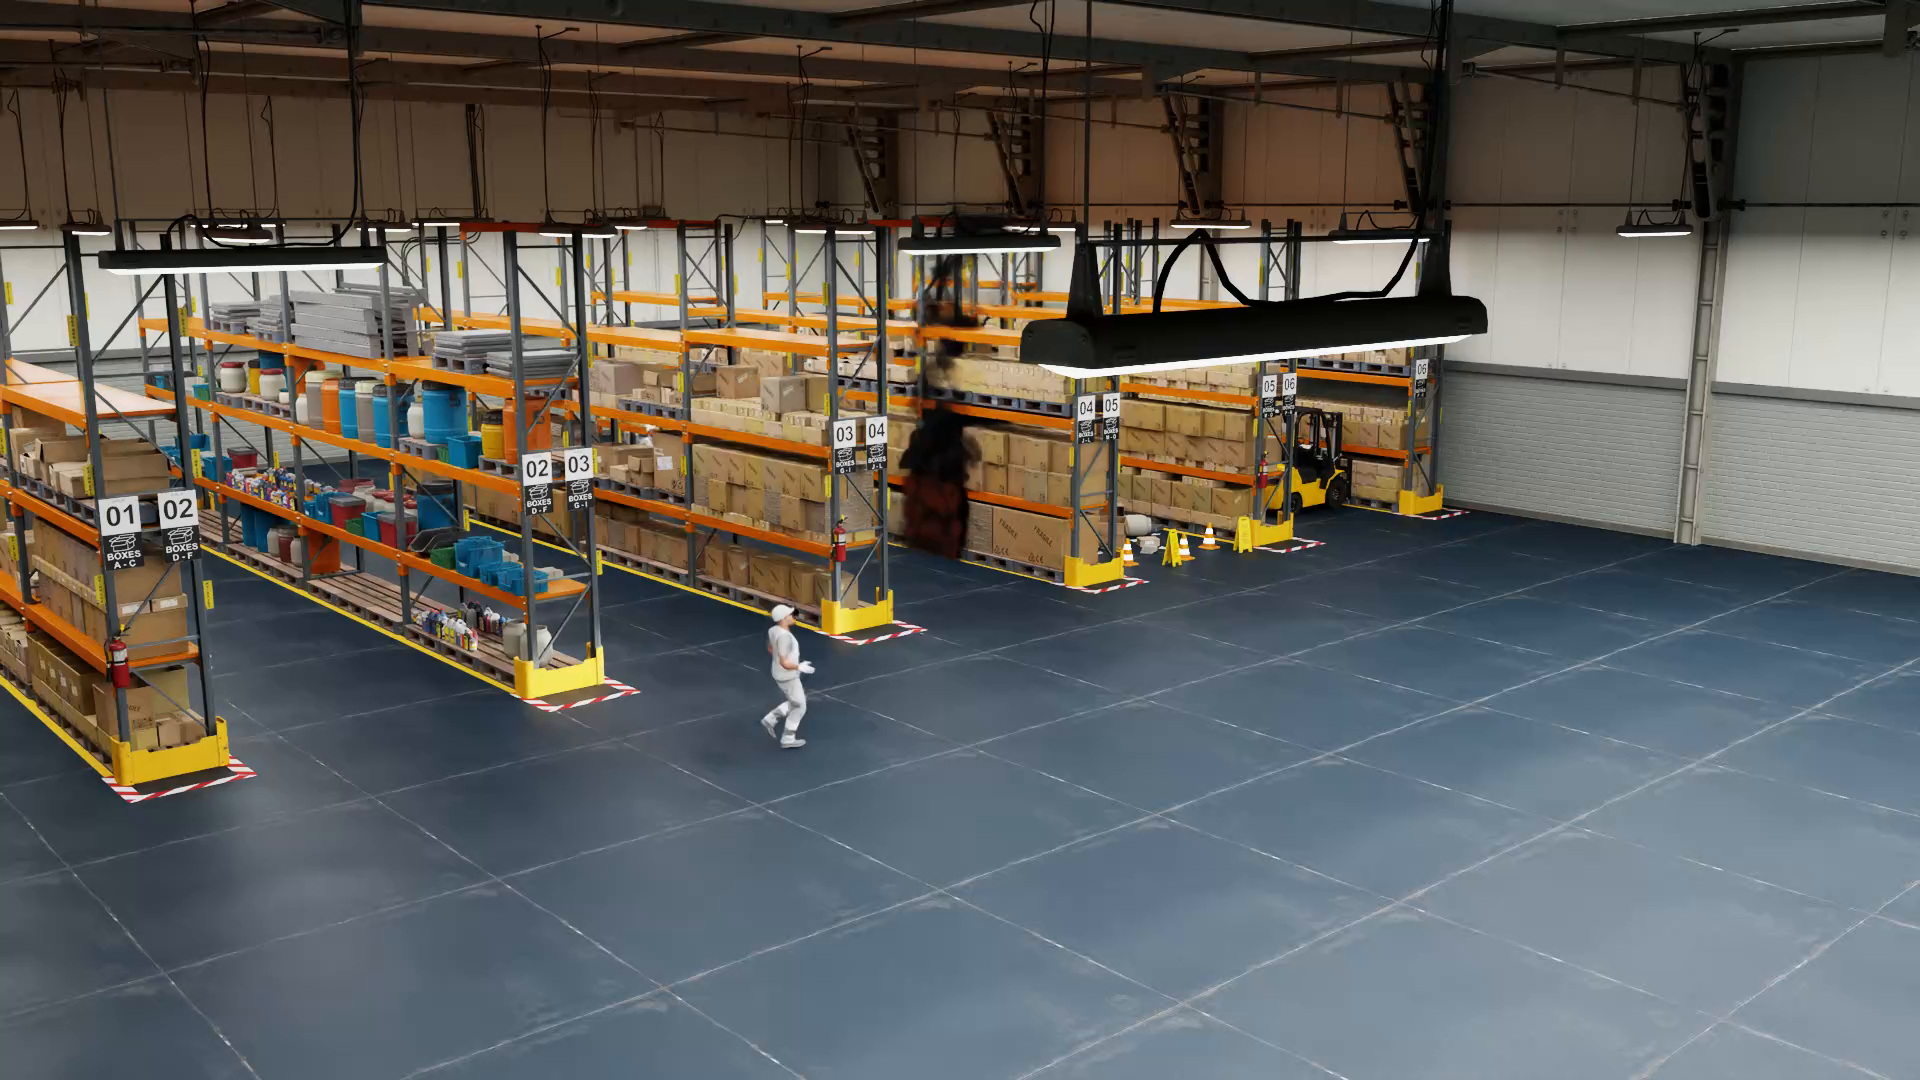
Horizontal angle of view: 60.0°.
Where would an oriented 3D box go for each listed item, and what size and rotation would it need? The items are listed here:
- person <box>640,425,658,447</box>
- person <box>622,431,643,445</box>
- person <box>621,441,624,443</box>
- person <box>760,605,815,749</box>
[{"bbox_3d":[-6.550,-1.621,35.594,0.673,1.726,0.573,-10,15,-41],"label":"person"},{"bbox_3d":[-8.216,-2.882,41.829,0.562,1.730,0.724,-9,14,-38],"label":"person"},{"bbox_3d":[-6.834,-1.195,33.636,0.531,1.616,0.772,-11,16,-43],"label":"person"},{"bbox_3d":[-2.040,1.602,19.538,0.615,1.738,0.652,-3,12,-16],"label":"person"}]
